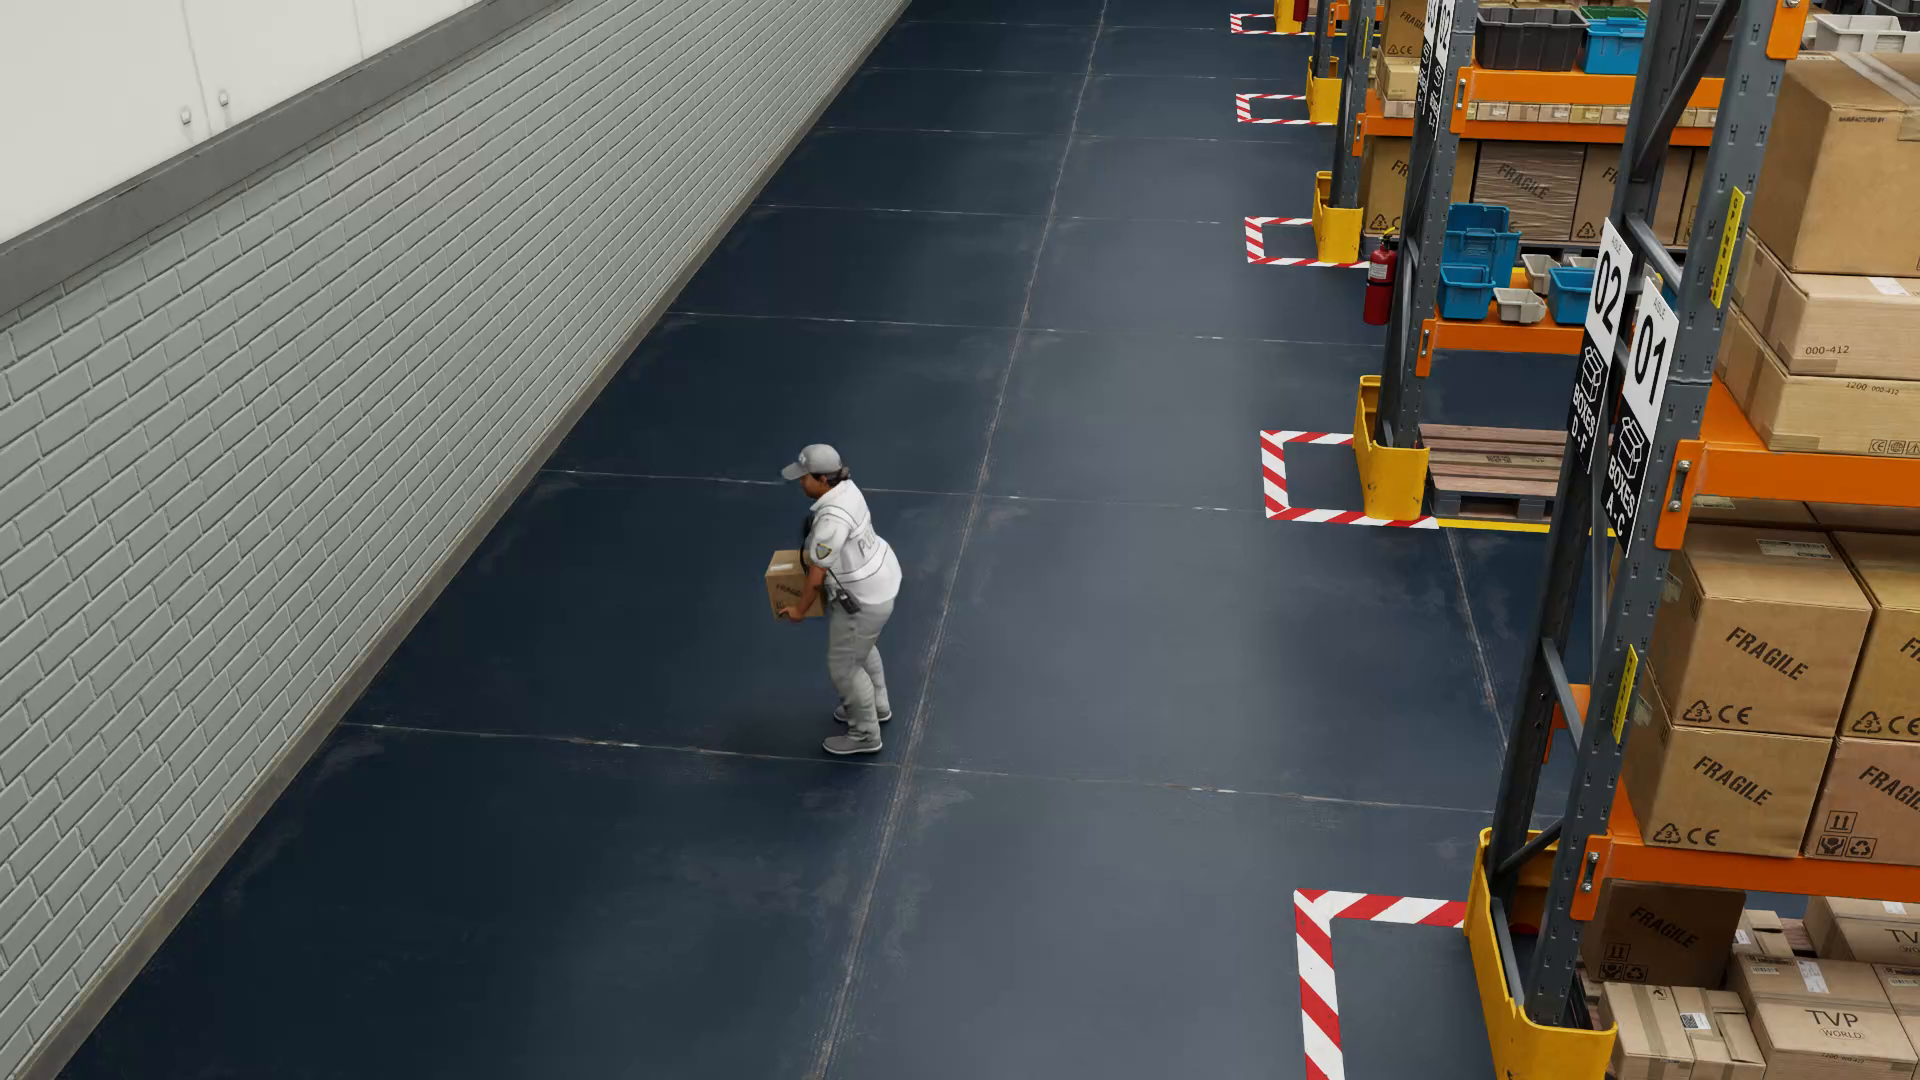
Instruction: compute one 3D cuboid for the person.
[{"bbox_3d":[-0.581,0.277,8.150,0.581,1.639,0.452,3,29,5],"label":"person"}]
